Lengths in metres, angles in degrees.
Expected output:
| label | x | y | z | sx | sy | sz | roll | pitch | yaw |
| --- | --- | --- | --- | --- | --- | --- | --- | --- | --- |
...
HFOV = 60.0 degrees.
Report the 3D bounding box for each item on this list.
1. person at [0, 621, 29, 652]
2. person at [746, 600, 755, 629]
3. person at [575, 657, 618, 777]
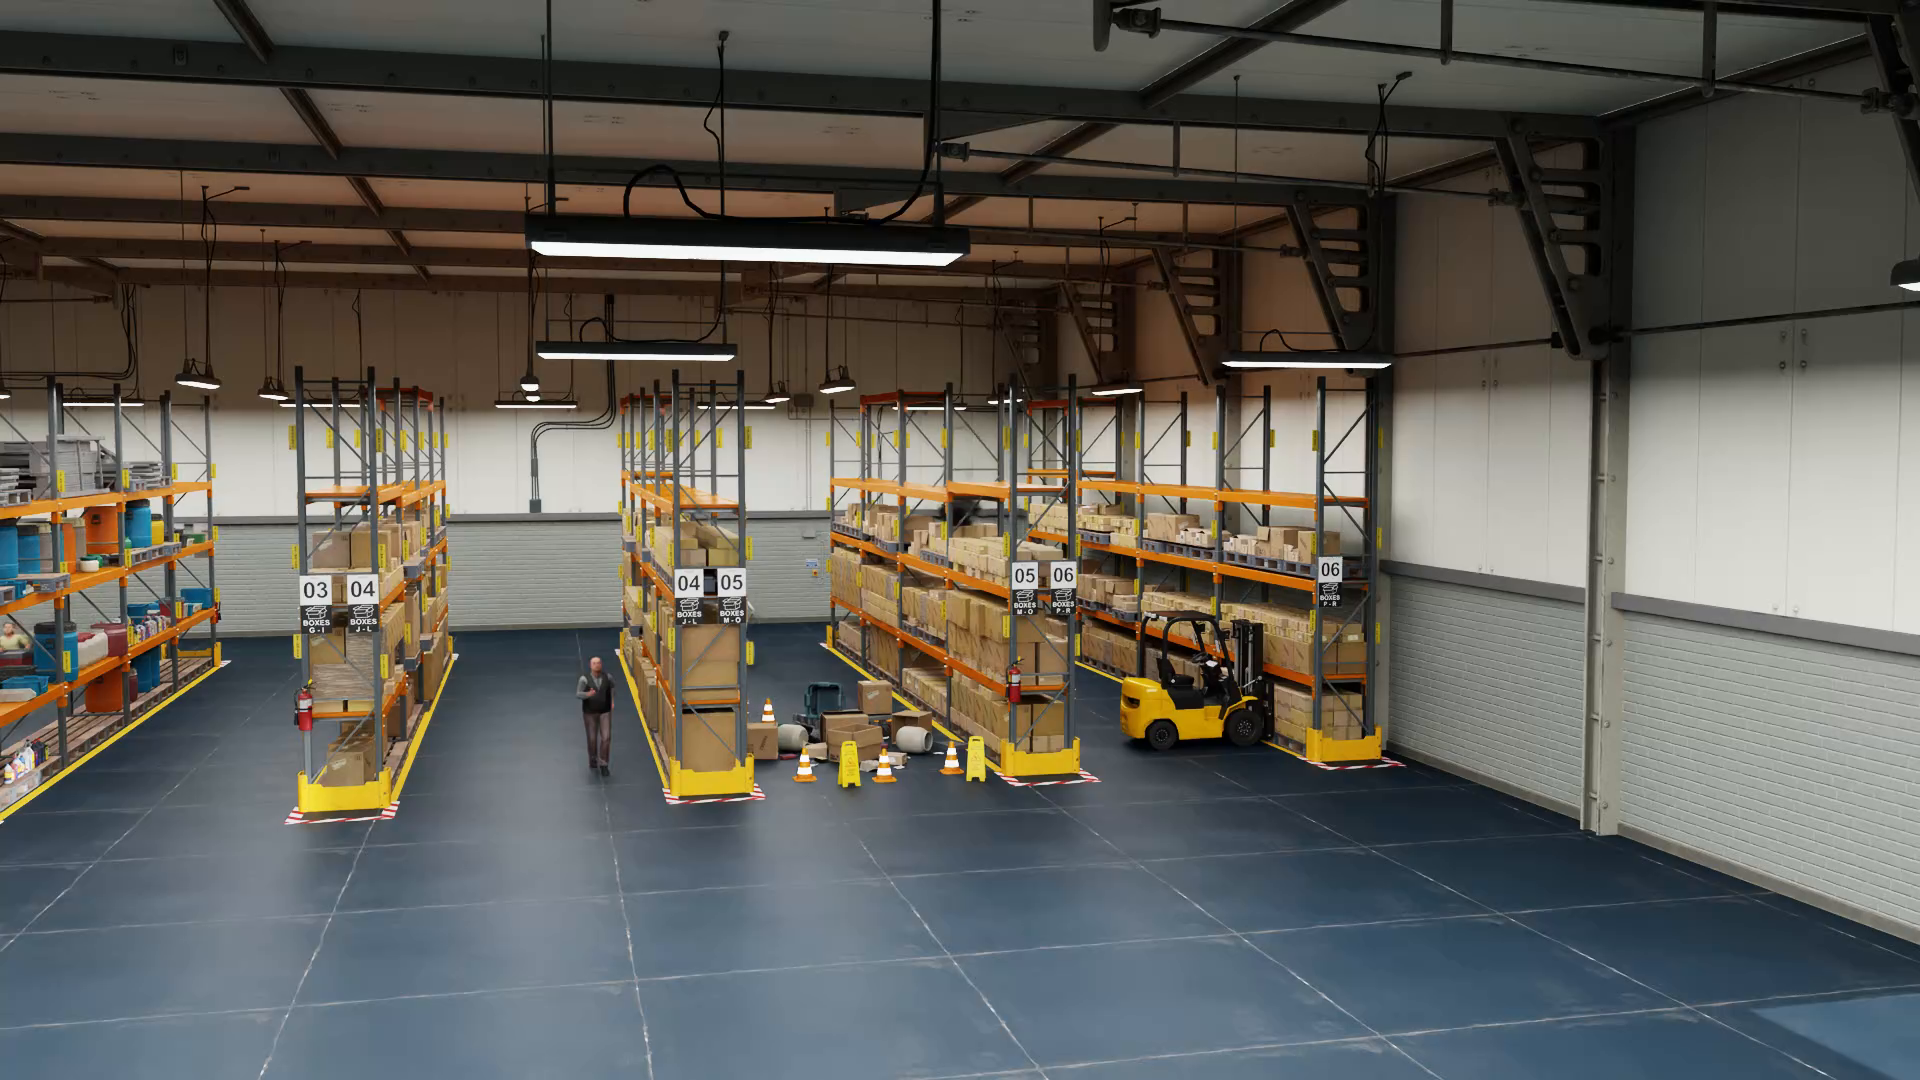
| label | x | y | z | sx | sy | sz | roll | pitch | yaw |
| --- | --- | --- | --- | --- | --- | --- | --- | --- | --- |
| person | -17.408 | 2.339 | 30.469 | 0.562 | 1.714 | 0.721 | -1 | 4 | -17 |
| person | -4.959 | 1.938 | 37.850 | 0.469 | 1.643 | 0.735 | -2 | 4 | -26 |
| person | -5.453 | 2.642 | 25.005 | 0.641 | 1.769 | 0.740 | -1 | 4 | -16 |
